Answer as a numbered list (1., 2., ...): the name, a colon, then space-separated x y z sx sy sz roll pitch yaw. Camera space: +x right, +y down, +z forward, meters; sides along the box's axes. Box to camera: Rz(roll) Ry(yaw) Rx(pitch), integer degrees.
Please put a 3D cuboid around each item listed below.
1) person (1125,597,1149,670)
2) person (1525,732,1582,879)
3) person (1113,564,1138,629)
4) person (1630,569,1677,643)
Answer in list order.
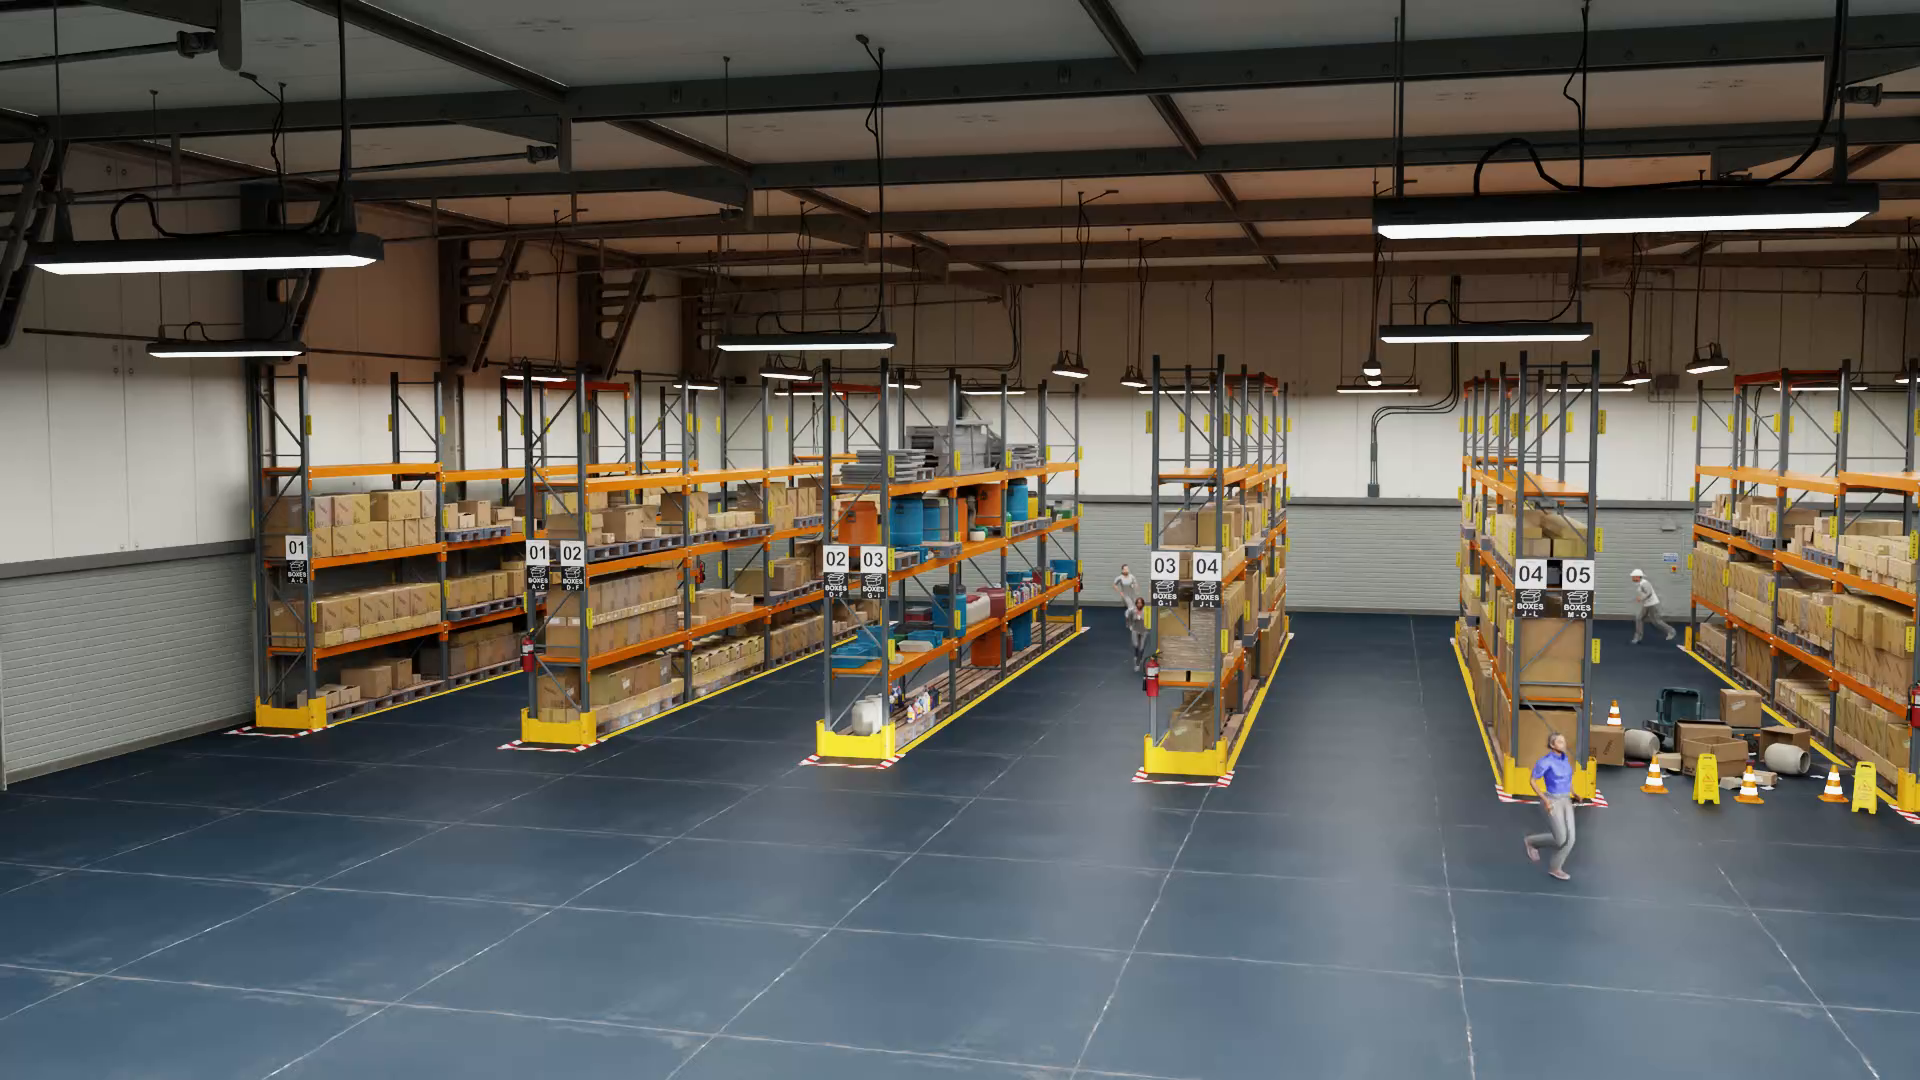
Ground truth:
1. person: 3.627 1.908 33.794 0.524 1.525 0.736 0 4 3
2. person: 6.594 2.938 18.470 0.588 1.602 0.567 -2 5 -30
3. person: 4.047 1.415 40.292 0.578 1.660 0.666 -2 4 -24
4. person: 15.930 1.542 38.227 1.050 1.732 0.696 1 4 15
